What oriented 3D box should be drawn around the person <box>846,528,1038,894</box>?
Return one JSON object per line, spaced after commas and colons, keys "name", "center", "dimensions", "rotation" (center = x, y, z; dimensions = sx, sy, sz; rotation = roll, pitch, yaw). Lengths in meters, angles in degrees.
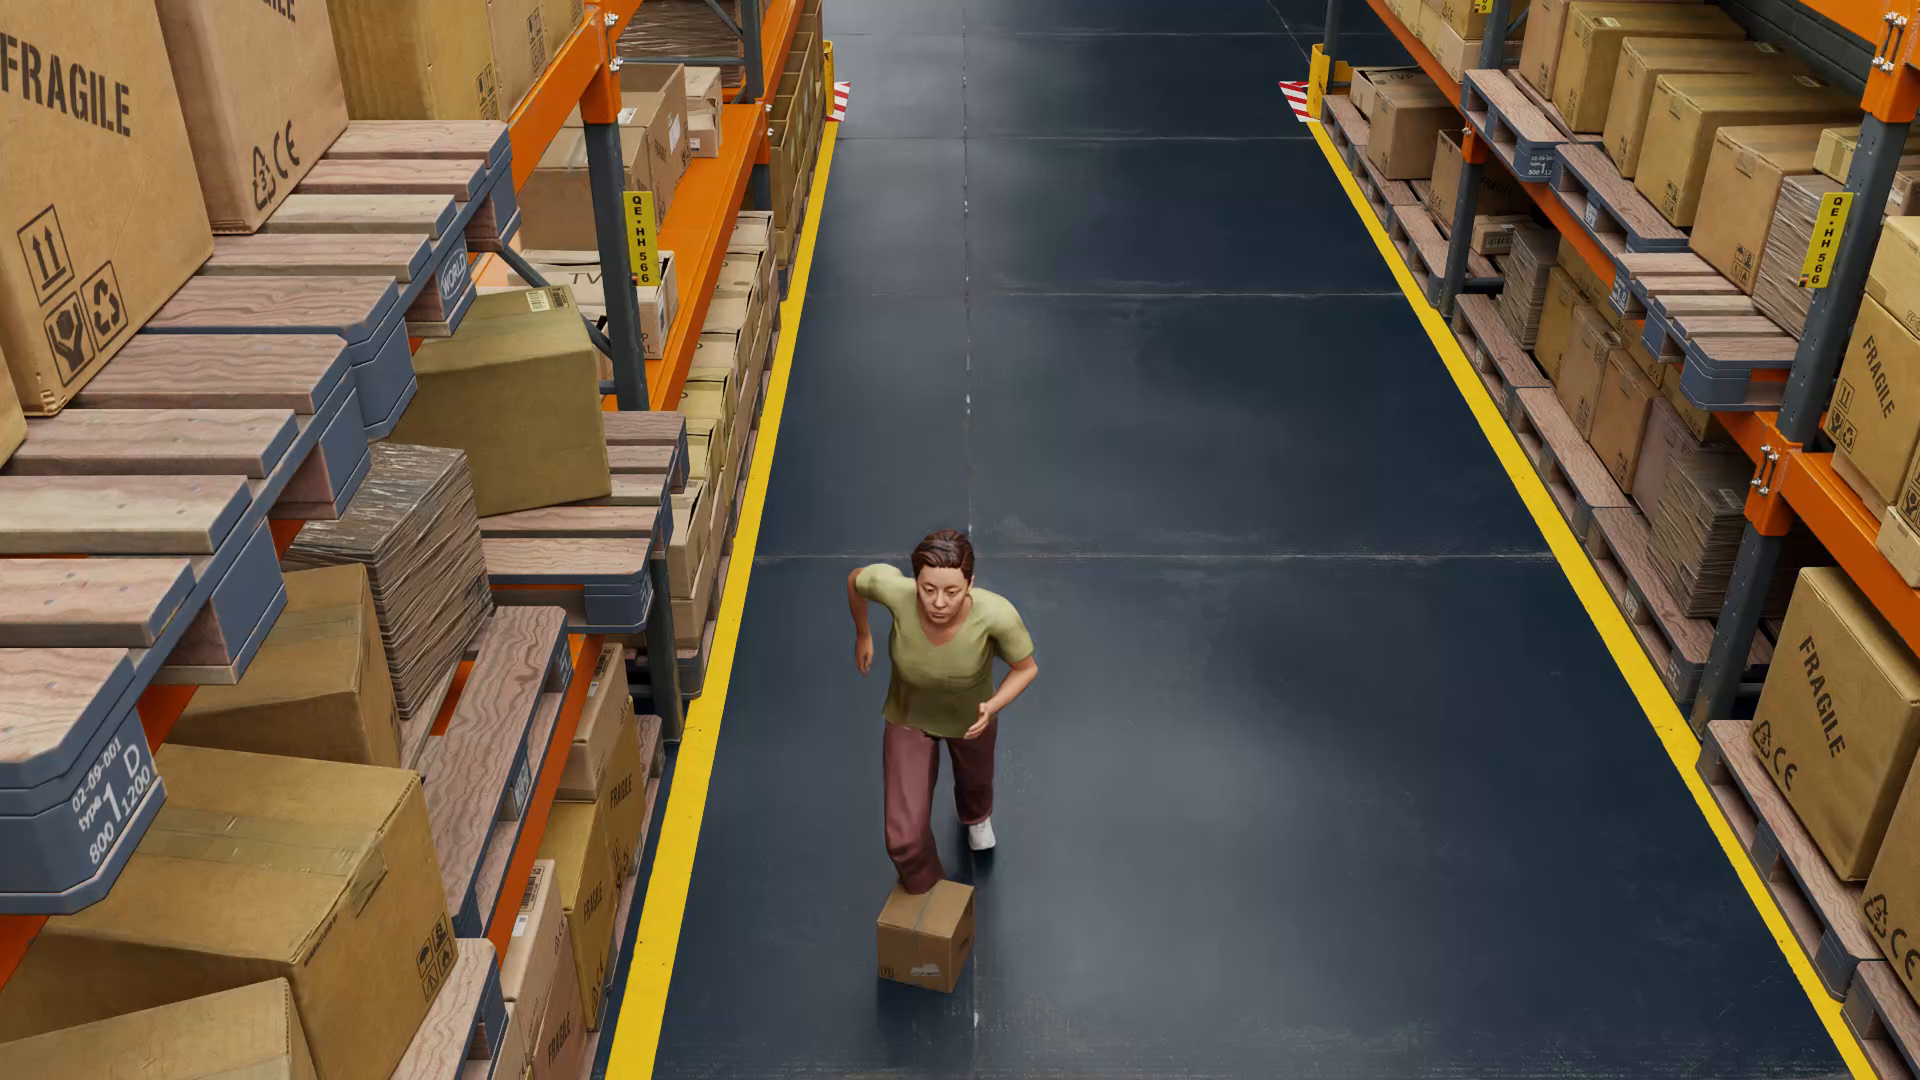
{"name": "person", "center": [-0.058, 0.557, 5.300], "dimensions": [0.571, 1.600, 0.913], "rotation": [-2, 32, -4]}
